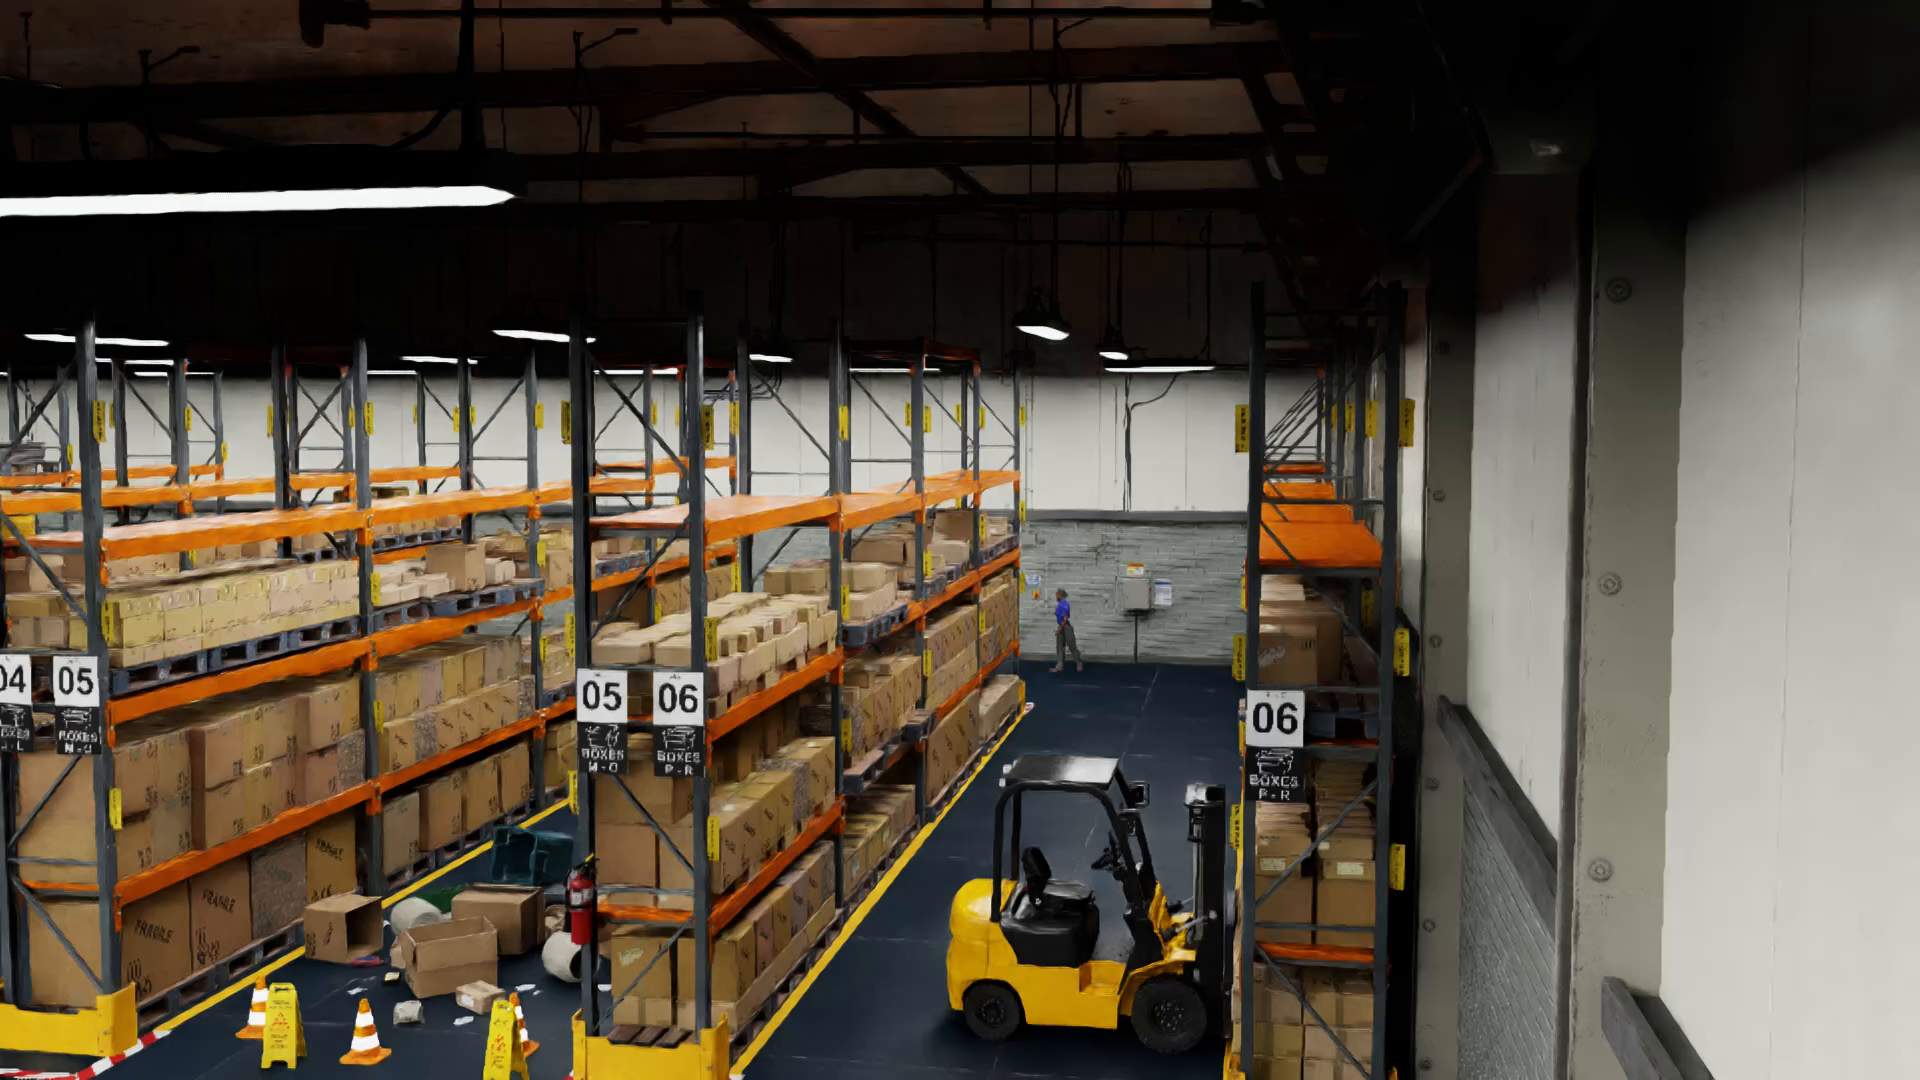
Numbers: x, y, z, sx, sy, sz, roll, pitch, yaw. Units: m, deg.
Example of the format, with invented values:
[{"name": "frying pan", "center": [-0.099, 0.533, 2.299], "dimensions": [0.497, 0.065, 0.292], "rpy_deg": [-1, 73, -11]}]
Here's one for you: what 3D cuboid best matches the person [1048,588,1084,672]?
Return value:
[{"name": "person", "center": [2.073, 1.746, 32.330], "dimensions": [0.681, 1.643, 0.489], "rpy_deg": [-1, 5, -17]}]
